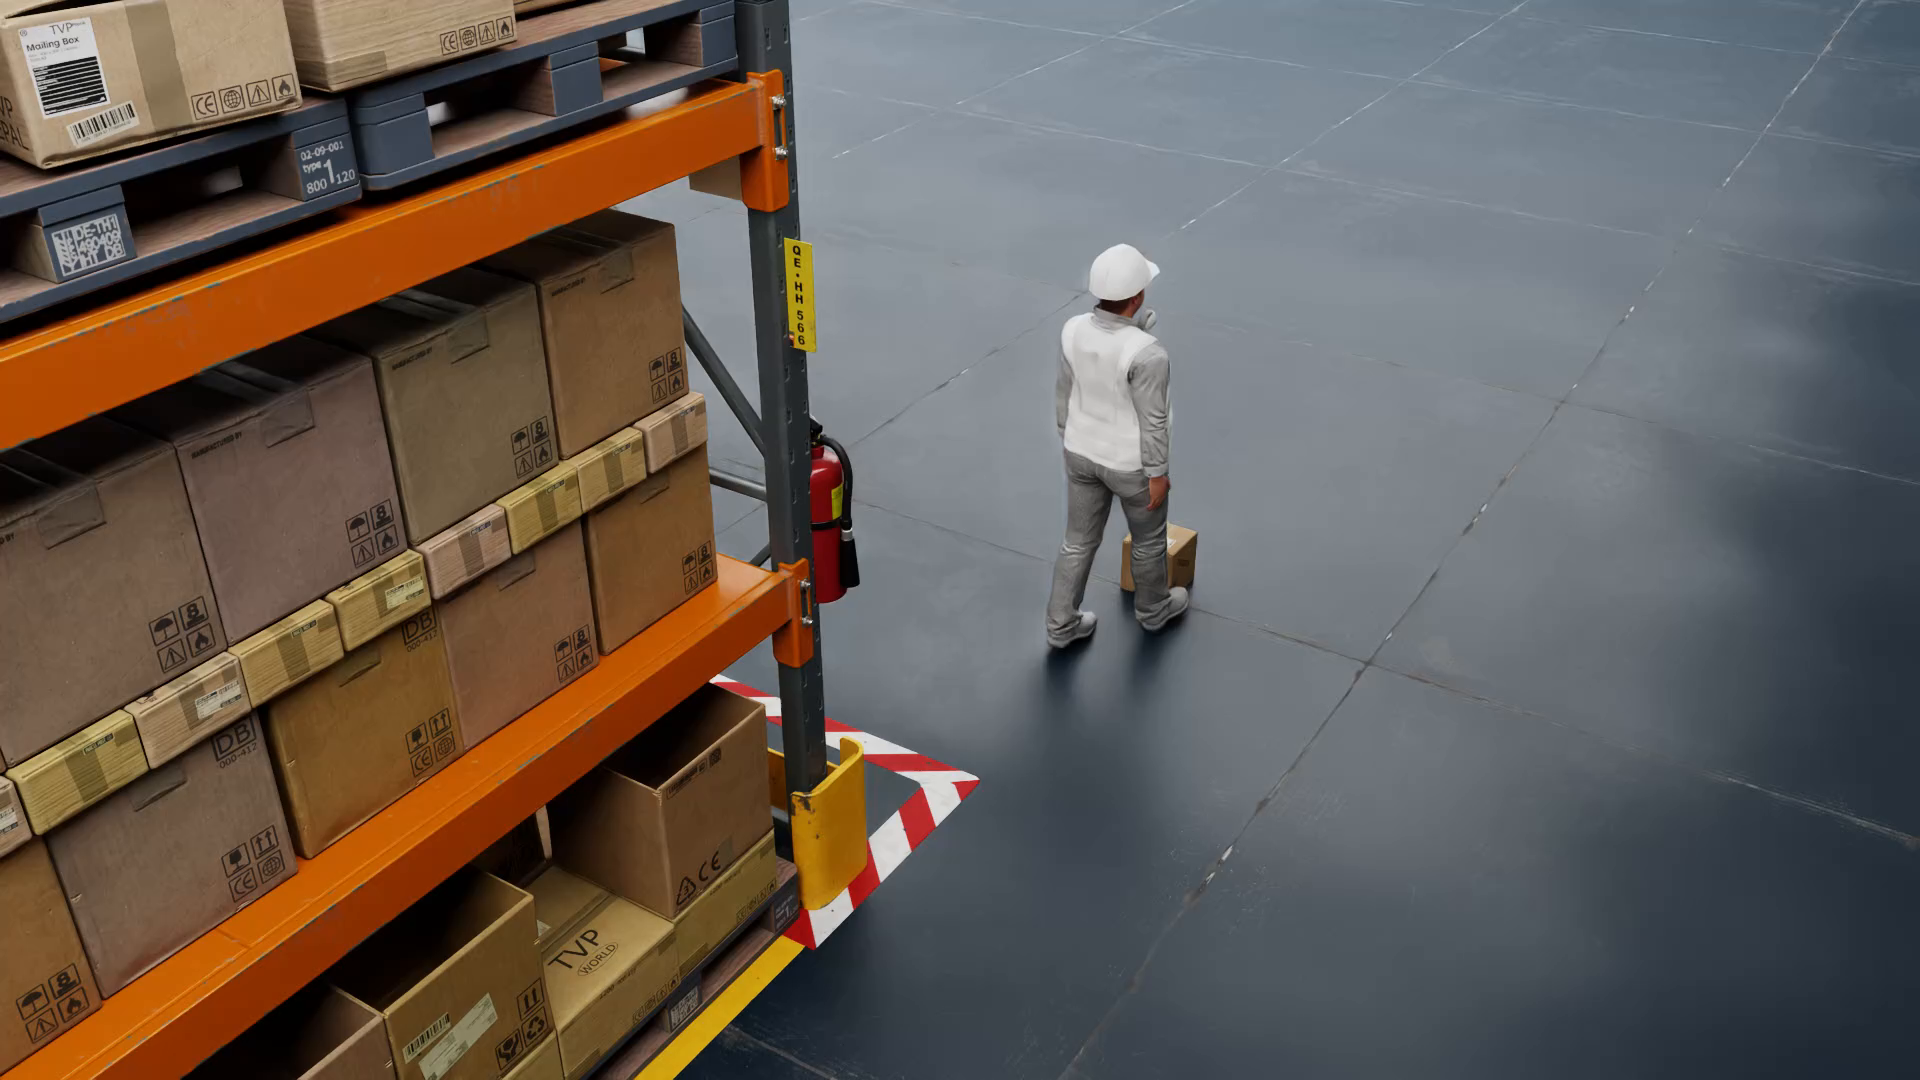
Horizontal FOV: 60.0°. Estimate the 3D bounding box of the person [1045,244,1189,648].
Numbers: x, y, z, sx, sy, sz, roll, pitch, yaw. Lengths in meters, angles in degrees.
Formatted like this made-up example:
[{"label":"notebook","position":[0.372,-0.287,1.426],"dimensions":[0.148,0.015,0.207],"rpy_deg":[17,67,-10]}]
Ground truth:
[{"label":"person","position":[0.673,-0.385,6.763],"dimensions":[0.559,1.767,0.712],"rpy_deg":[23,37,34]}]
